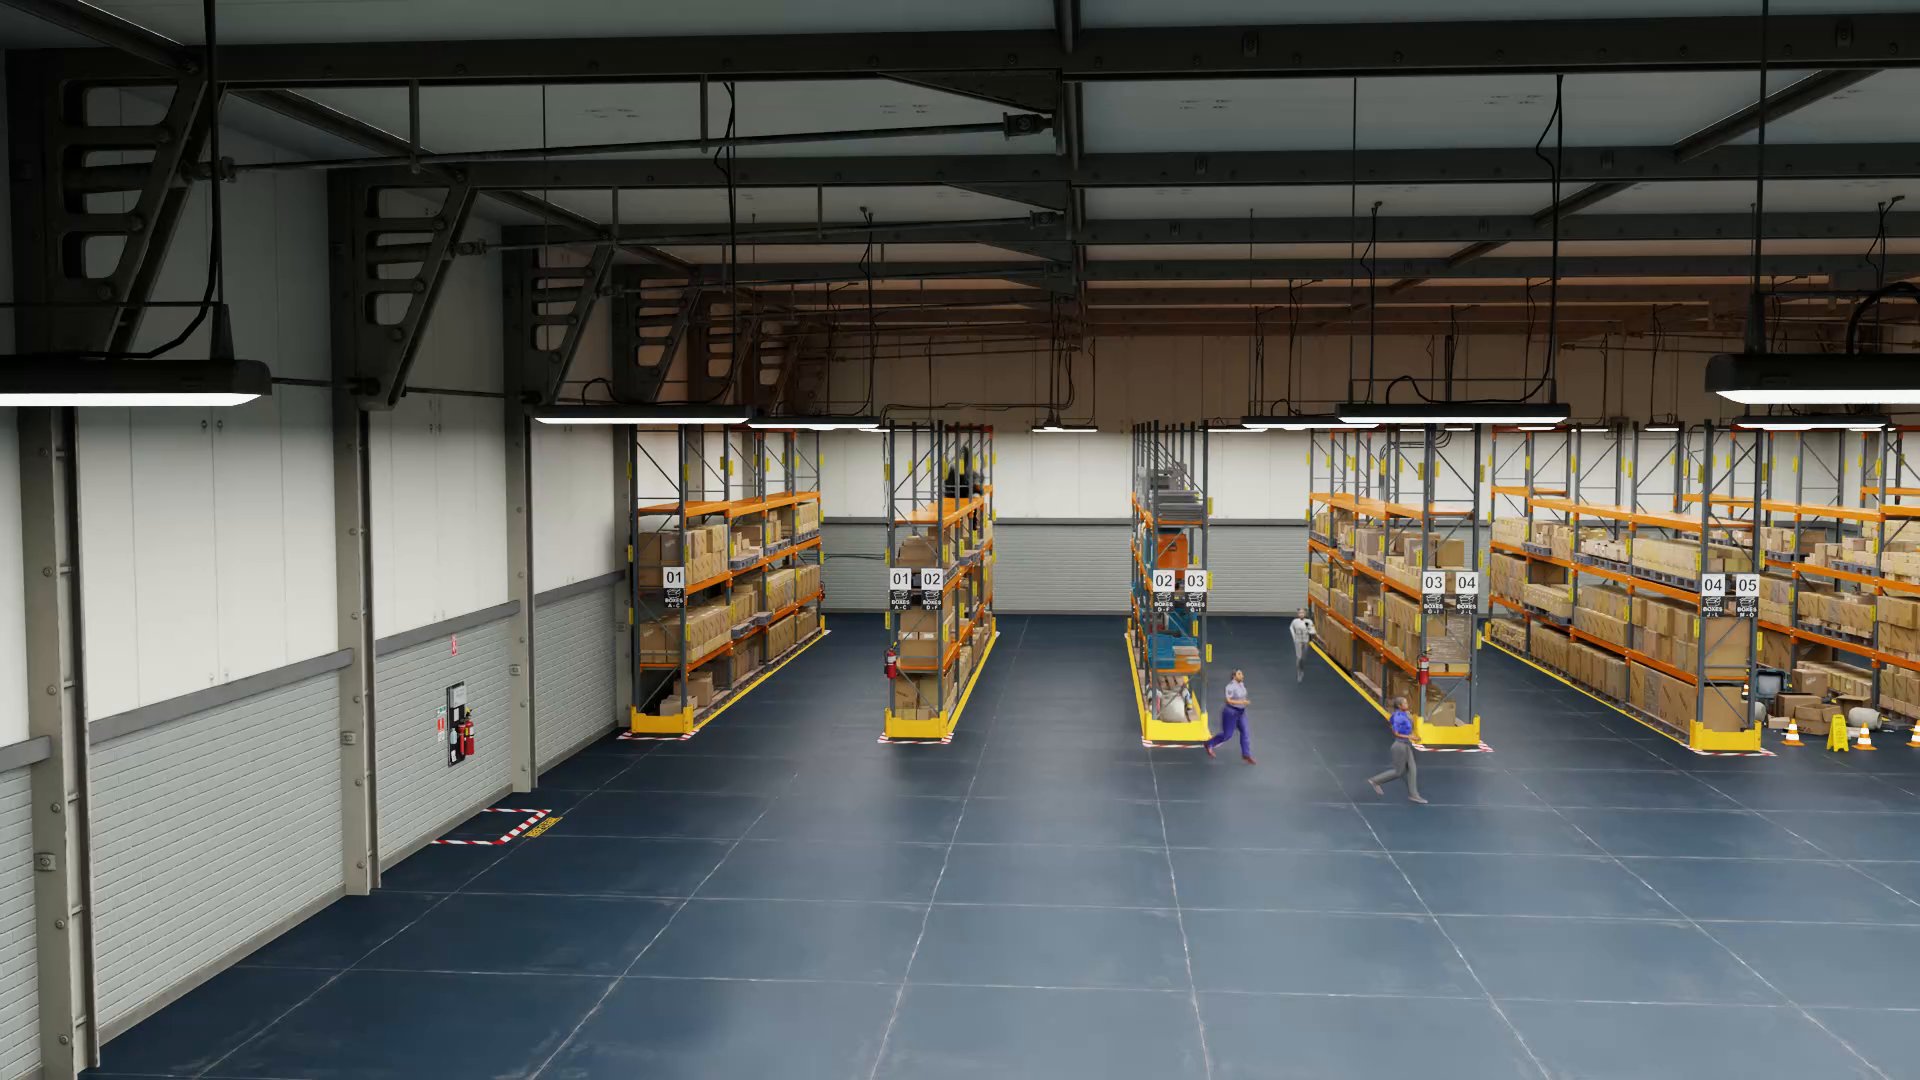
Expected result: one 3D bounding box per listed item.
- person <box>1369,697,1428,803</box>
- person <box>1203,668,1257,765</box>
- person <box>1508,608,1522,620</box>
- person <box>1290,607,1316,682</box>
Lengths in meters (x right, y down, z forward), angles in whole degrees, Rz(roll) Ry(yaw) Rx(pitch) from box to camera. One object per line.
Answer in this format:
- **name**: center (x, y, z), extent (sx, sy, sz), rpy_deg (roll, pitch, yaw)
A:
- **person**: center (6.840, 3.258, 25.897), extent (0.892, 1.654, 0.581), rpy_deg (2, 4, 23)
- **person**: center (4.763, 3.066, 29.104), extent (0.935, 1.670, 0.615), rpy_deg (3, 5, 38)
- **person**: center (15.781, 1.834, 47.361), extent (0.964, 1.762, 0.709), rpy_deg (3, 5, 44)
- **person**: center (8.014, 2.429, 38.839), extent (0.584, 1.754, 0.776), rpy_deg (0, 4, 7)
